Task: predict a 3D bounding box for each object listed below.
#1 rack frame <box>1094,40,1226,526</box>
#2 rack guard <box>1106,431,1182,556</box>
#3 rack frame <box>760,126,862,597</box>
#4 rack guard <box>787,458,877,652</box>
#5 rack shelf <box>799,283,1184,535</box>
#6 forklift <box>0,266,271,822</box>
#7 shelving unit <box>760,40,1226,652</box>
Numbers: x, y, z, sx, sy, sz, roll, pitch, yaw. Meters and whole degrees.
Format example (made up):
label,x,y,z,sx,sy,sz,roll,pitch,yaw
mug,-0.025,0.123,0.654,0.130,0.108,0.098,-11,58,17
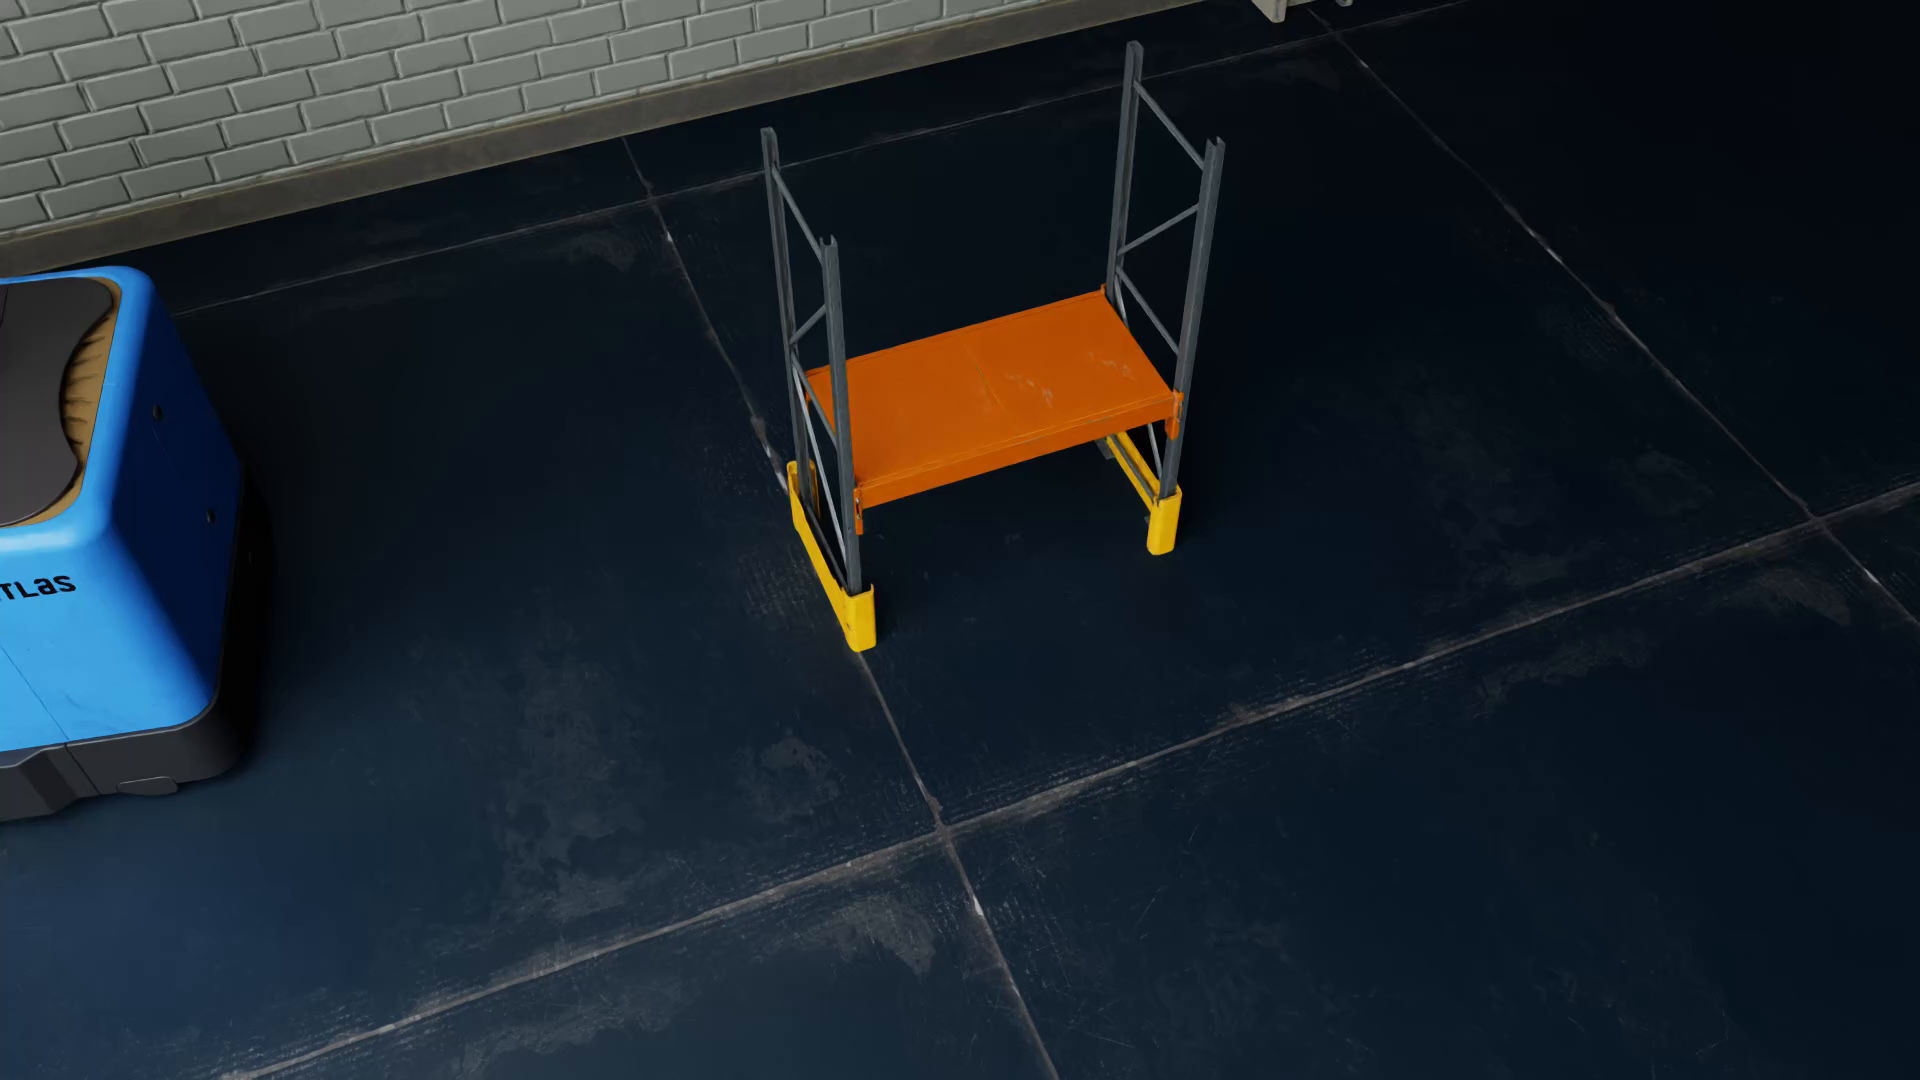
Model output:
label,x,y,z,sx,sy,sz,roll,pitch,yaw
rack frame,0.550,-0.659,4.827,0.032,1.500,0.500,-17,52,-14
rack guard,0.532,-0.246,5.297,0.087,0.250,0.587,-17,52,-14
rack frame,-0.392,-0.367,4.577,0.032,1.500,0.500,-17,52,-14
rack guard,-0.390,0.040,5.051,0.087,0.250,0.587,-17,52,-14
rack shelf,0.079,-0.396,4.838,1.000,0.185,0.538,-17,52,-14
forklift,-3.566,-0.439,3.695,3.031,2.935,1.130,-8,50,-7
shelving unit,0.071,-0.510,4.700,1.083,1.500,0.587,-17,52,-14
